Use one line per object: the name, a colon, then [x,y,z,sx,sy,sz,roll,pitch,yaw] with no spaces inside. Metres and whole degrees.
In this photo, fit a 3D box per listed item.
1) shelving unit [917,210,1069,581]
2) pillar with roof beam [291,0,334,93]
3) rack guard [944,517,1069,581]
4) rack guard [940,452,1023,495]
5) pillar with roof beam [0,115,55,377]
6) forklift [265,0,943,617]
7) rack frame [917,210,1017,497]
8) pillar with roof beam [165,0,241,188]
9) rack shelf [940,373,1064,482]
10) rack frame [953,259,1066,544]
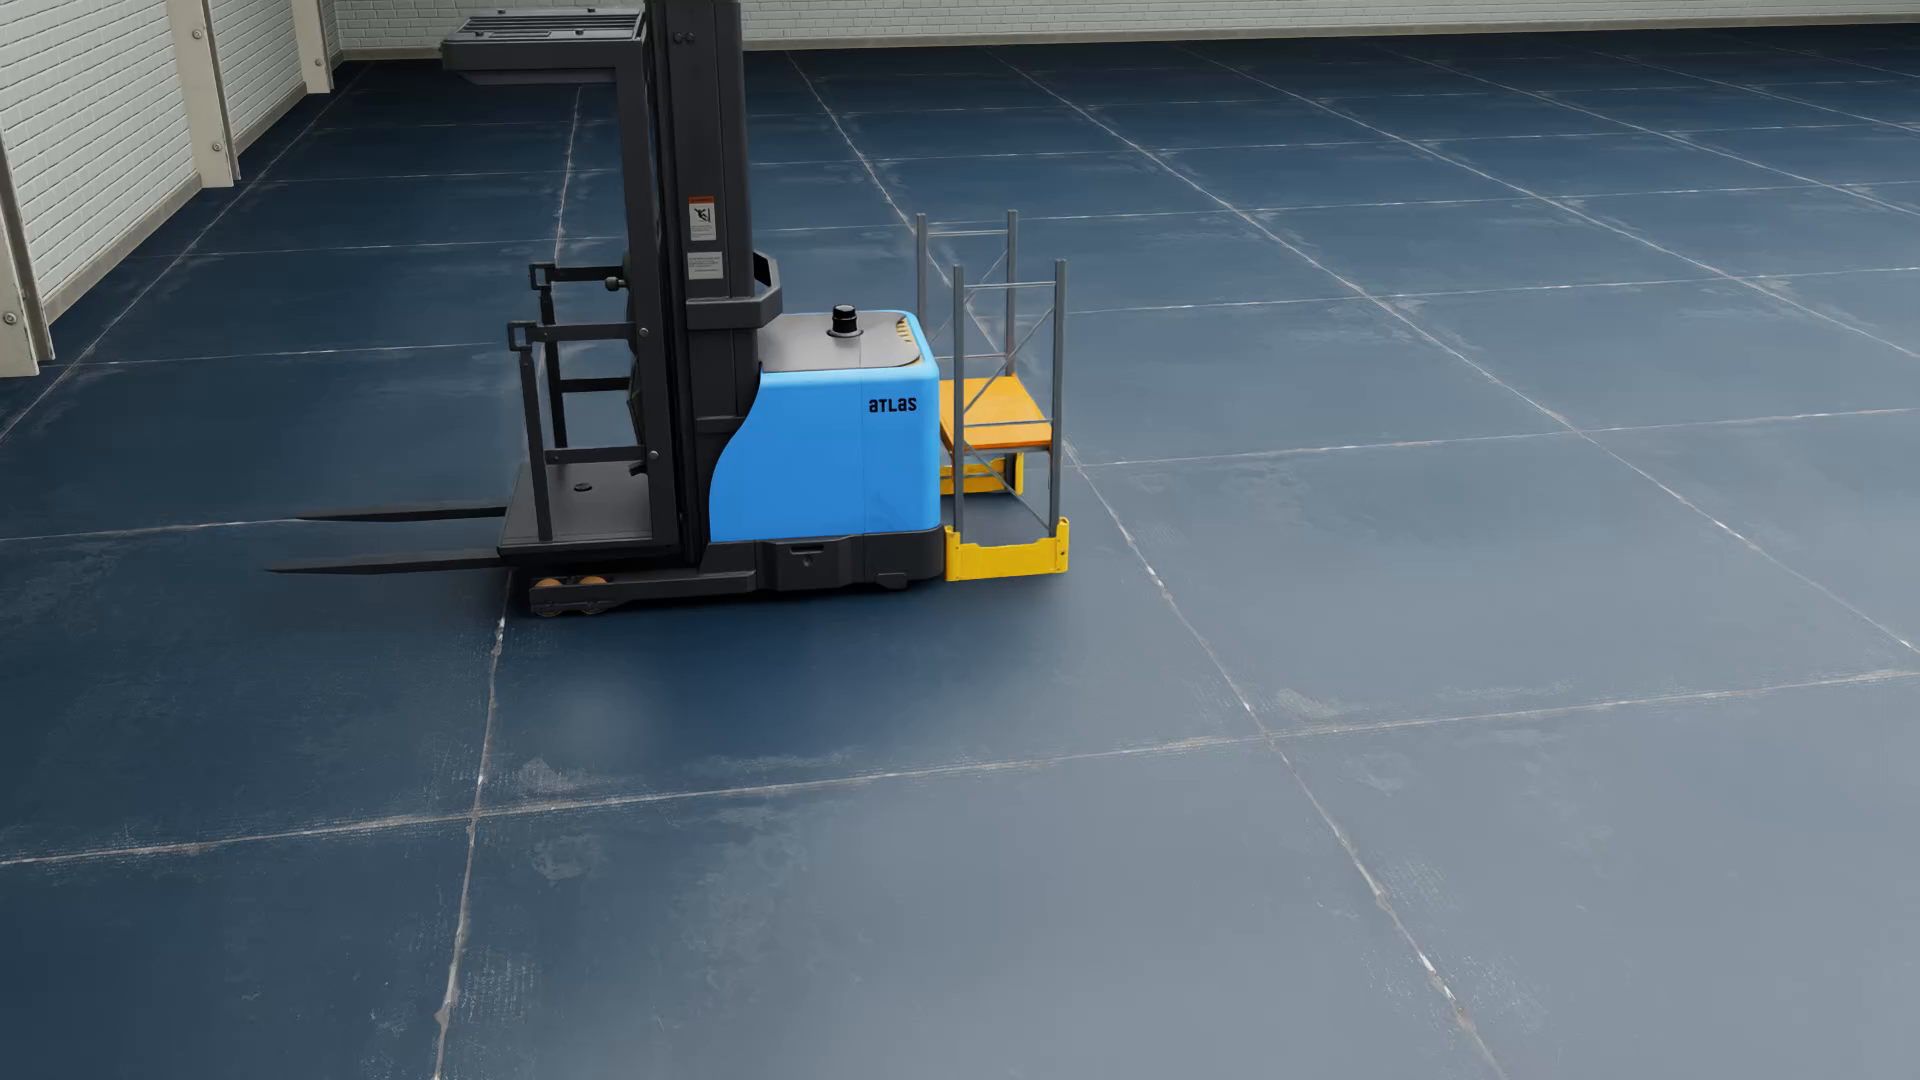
shelving unit: [0.128,-0.725,8.037,0.587,1.500,1.083,-4,24,-10]
pillar with roof beam: [-4.098,-10.285,20.555,9.100,9.000,0.400,-4,24,-10]
rack guard: [0.218,0.043,7.839,0.587,0.250,0.087,-4,24,-10]
rack guard: [0.038,-0.349,8.736,0.587,0.250,0.087,-4,24,-10]
pillar with roof beam: [-1.879,-5.565,9.748,9.100,9.000,0.400,-4,24,-10]
forklift: [-1.638,-1.224,7.391,3.031,2.935,1.130,-3,24,-7]
rack frame: [0.035,-0.929,8.504,0.500,1.500,0.032,-4,24,-10]
pillar with roof beam: [-2.989,-7.925,15.151,9.100,9.000,0.400,-4,24,-10]
rack shelf: [0.127,-0.564,8.117,0.538,0.185,1.000,-4,24,-10]
rack frame: [0.219,-0.529,7.587,0.500,1.500,0.032,-4,24,-10]
